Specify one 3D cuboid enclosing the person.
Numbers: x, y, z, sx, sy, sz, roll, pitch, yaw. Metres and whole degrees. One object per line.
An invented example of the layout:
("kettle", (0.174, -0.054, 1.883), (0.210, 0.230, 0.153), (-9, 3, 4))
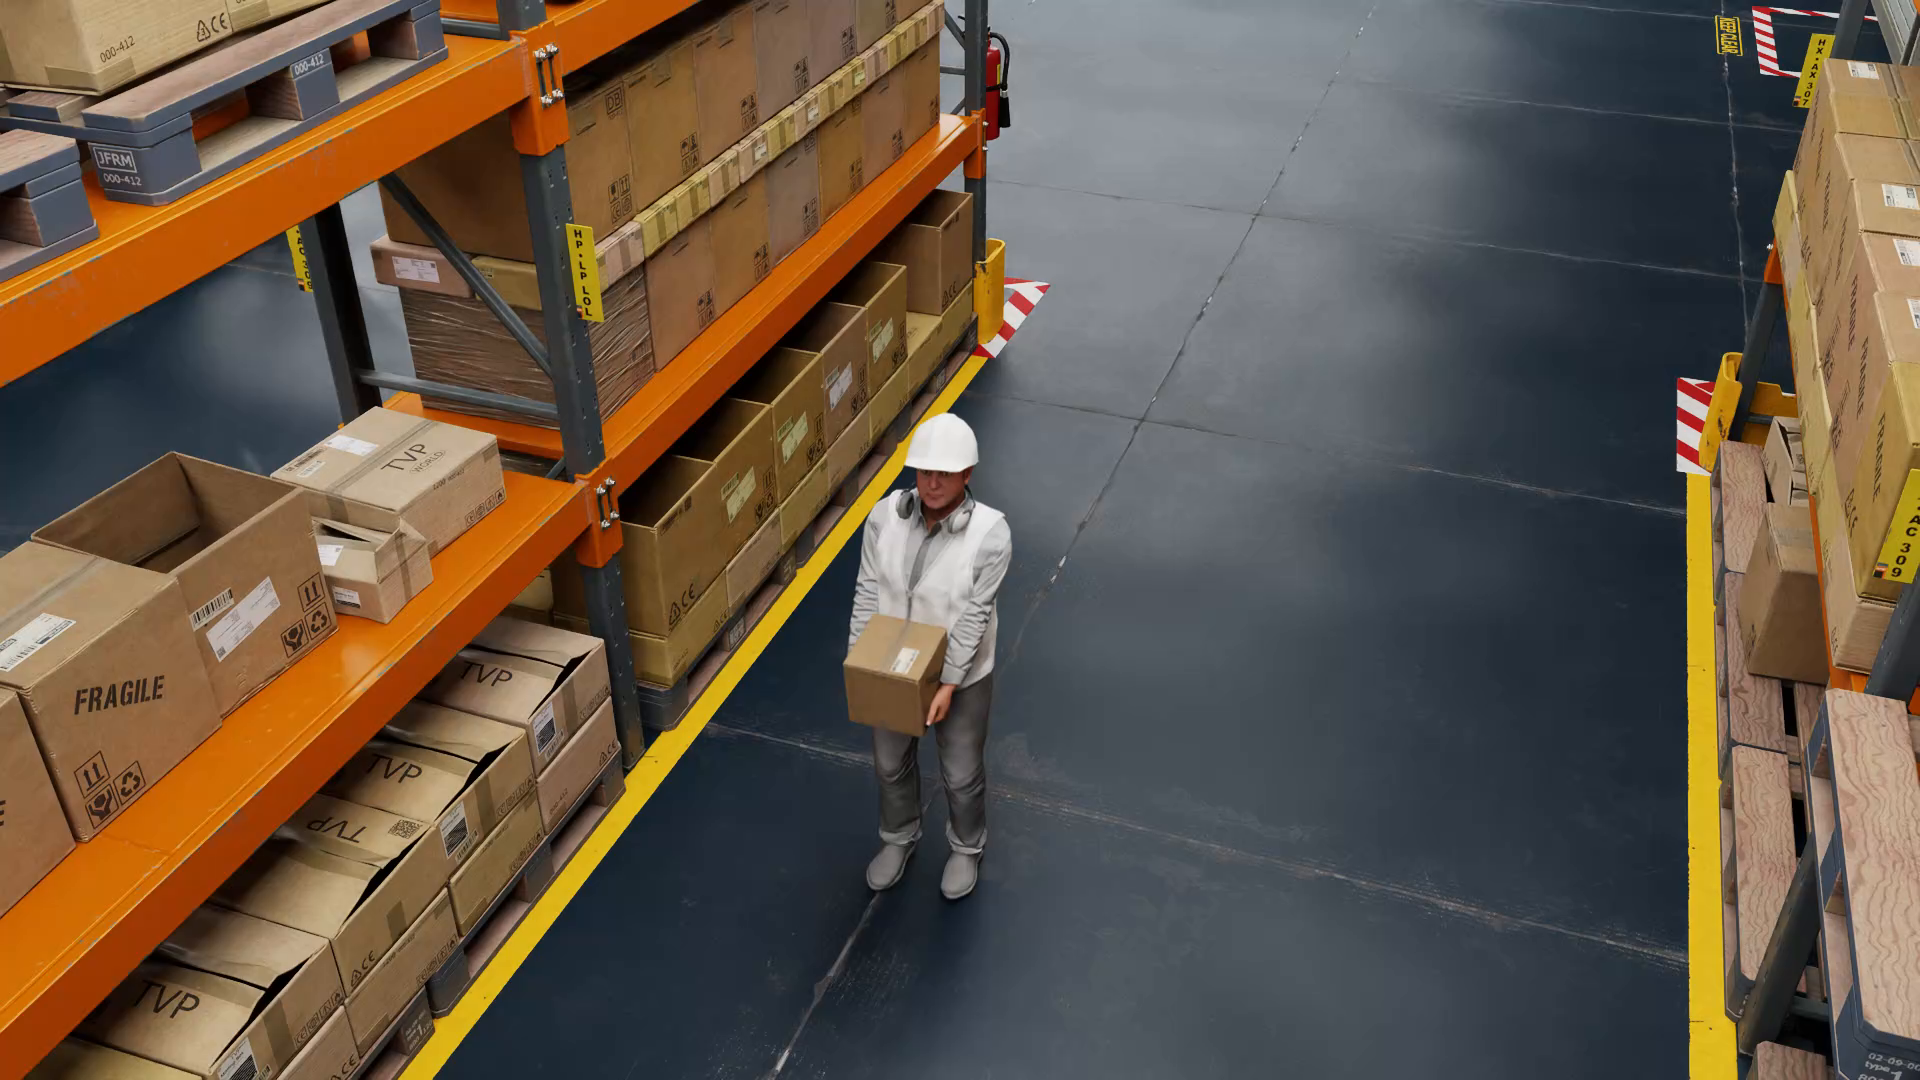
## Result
("person", (-0.112, 0.447, 5.437), (0.494, 1.762, 0.555), (11, 35, 17))
